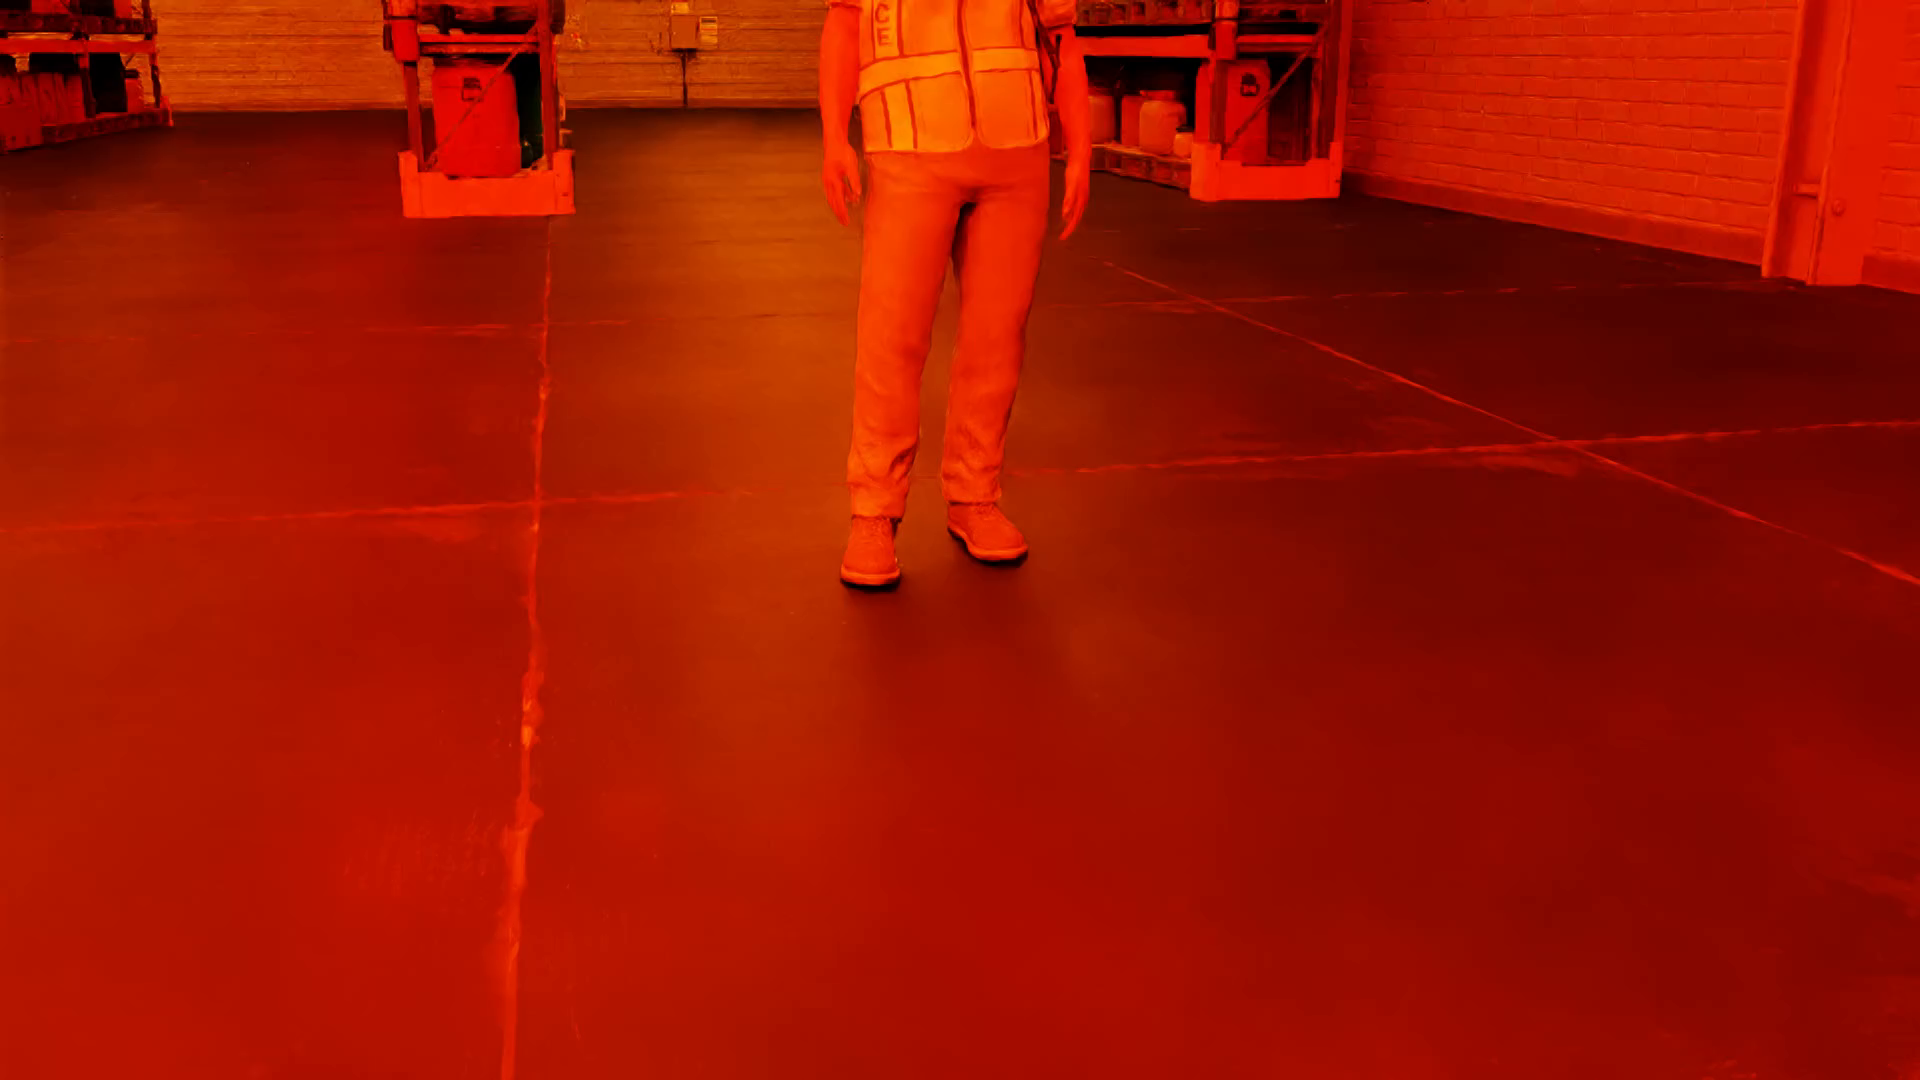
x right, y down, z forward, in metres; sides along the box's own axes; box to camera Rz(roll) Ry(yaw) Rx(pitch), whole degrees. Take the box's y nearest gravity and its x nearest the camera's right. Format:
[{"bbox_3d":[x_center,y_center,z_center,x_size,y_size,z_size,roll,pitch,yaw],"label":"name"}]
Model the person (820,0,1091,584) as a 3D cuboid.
[{"bbox_3d":[0.006,-0.839,3.684,0.640,1.781,0.574,-4,17,-12],"label":"person"}]
